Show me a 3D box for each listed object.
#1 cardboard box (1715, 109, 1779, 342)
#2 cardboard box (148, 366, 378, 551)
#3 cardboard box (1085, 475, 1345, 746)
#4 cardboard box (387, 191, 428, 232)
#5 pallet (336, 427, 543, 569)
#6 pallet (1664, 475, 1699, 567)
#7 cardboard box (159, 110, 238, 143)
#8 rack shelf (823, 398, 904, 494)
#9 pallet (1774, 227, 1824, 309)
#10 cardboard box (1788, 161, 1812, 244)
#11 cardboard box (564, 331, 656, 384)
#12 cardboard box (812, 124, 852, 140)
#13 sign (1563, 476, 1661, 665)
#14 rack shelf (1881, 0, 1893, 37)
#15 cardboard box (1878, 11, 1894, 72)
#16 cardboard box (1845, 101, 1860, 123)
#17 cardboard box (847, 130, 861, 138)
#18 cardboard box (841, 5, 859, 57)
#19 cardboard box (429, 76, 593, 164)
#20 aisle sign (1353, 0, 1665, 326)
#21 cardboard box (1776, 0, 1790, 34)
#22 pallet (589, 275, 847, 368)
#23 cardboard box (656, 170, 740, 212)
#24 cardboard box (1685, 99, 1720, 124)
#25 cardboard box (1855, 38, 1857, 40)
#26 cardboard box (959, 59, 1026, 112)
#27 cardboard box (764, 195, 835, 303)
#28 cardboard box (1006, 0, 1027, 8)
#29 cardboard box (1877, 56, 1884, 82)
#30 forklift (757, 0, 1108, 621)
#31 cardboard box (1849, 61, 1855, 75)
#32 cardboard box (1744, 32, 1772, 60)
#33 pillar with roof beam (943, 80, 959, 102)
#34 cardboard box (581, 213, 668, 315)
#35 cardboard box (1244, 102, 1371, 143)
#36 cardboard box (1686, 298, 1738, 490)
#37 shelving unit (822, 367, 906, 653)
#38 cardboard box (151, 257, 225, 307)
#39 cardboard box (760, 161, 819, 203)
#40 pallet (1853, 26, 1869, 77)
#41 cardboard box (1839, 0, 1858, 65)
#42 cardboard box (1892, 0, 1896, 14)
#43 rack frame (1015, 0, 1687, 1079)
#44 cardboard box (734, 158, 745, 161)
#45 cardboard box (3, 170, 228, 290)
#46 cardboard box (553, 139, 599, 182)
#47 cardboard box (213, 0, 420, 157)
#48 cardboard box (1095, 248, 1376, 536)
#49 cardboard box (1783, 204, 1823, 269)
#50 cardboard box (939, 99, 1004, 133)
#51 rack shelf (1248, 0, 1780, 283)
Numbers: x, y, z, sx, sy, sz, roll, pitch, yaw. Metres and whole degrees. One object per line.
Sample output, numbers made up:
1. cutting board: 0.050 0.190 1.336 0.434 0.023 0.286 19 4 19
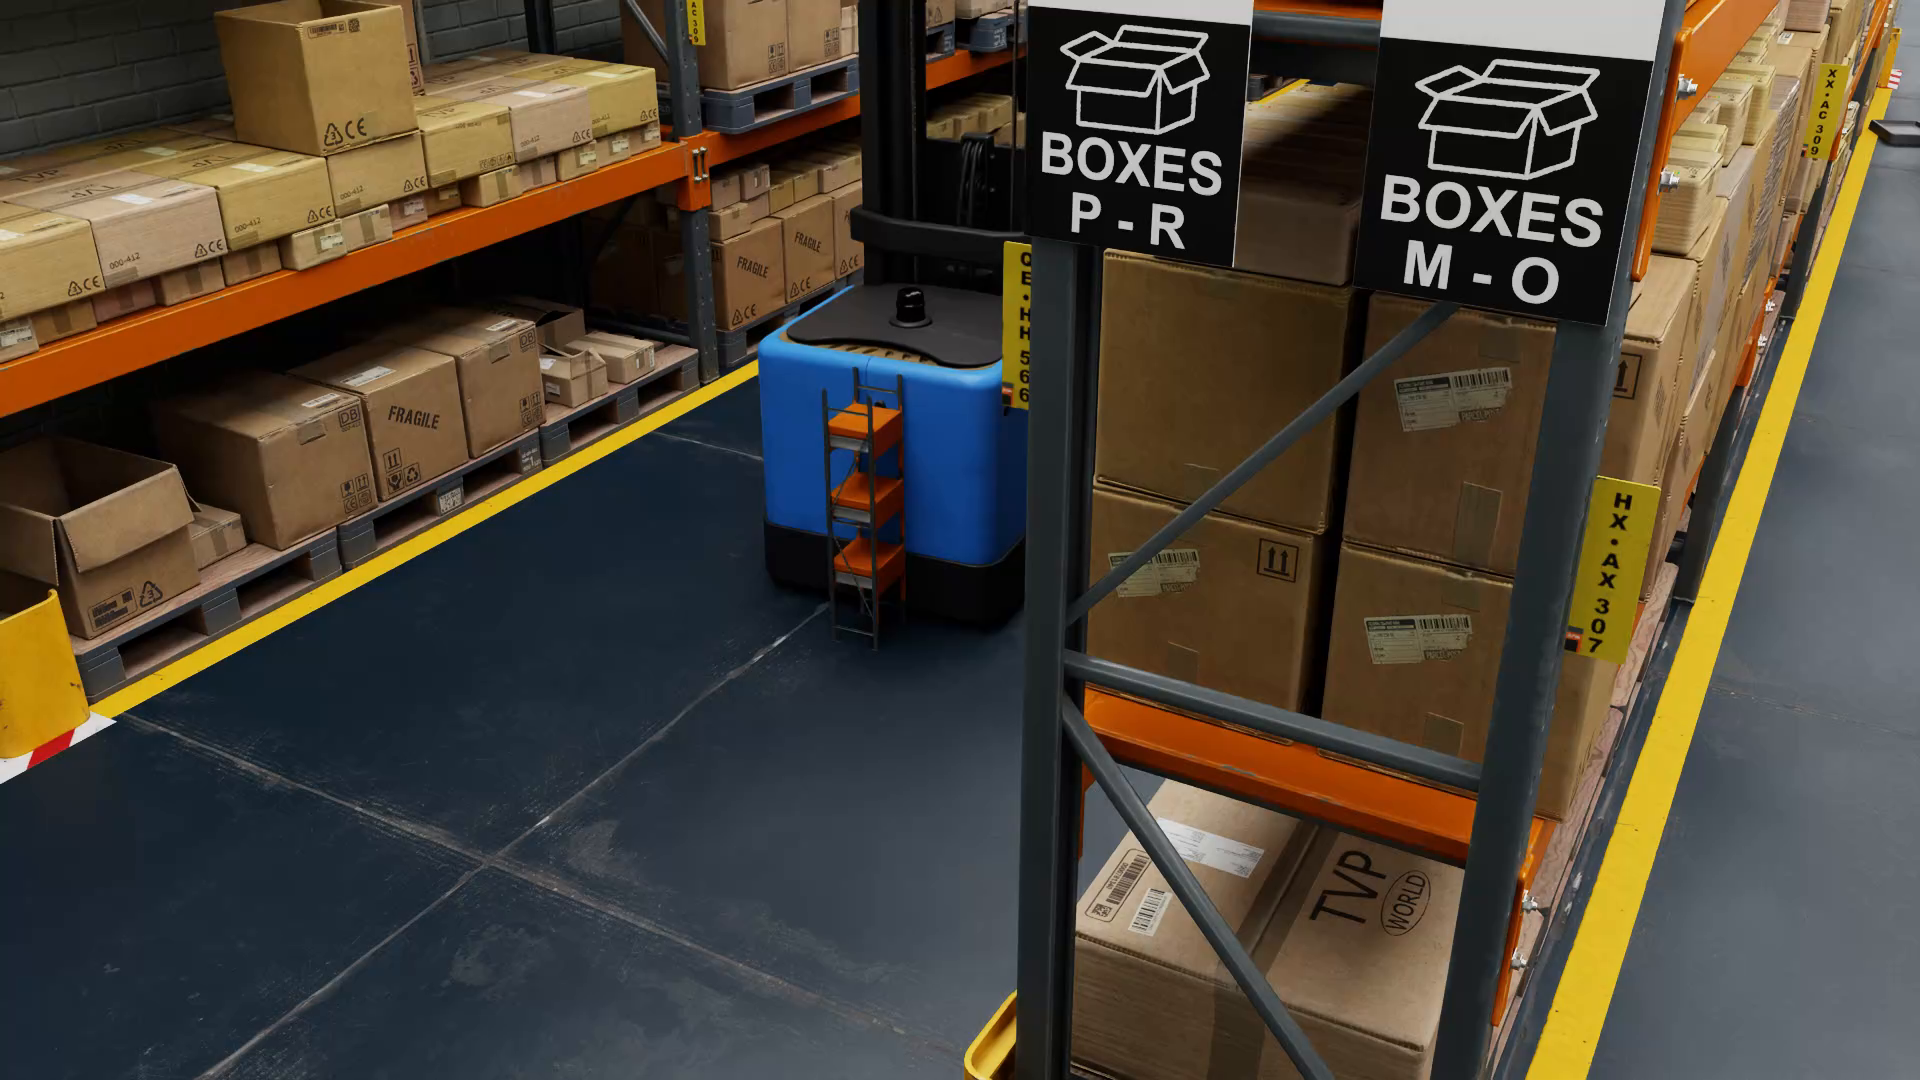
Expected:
1. cardboard box: 1.815 -0.865 4.399 0.500 0.500 0.500 14 30 26
2. cardboard box: -2.894 -0.353 6.928 0.700 0.500 0.500 16 31 28
3. cardboard box: 0.598 0.060 3.668 0.500 0.500 0.500 14 30 26
4. cardboard box: -2.476 -1.410 6.997 0.380 0.149 0.250 14 30 26
5. pallet: -2.702 -0.308 7.630 1.003 0.211 1.213 14 30 26
6. pallet: 2.873 -0.279 7.571 1.003 0.211 1.213 14 30 26
7. cardboard box: -2.977 -1.641 7.013 0.500 0.250 0.500 14 30 26
8. rack shelf: -0.356 -0.351 6.168 0.215 0.259 0.240 11 29 21
9. pallet: 4.913 -1.824 10.659 1.003 0.211 1.213 14 30 26
10. cardboard box: 3.259 -1.457 6.976 0.500 0.250 0.500 13 30 25
11. cardboard box: -1.783 -0.931 8.475 0.380 0.149 0.250 13 29 25
12. cardboard box: -0.914 -2.569 10.629 0.380 0.149 0.250 14 30 26
13. sign: 1.072 0.053 2.738 0.100 0.325 0.005 14 30 26
14. rack shelf: 7.479 -4.784 14.259 1.077 0.370 4.000 14 30 26
15. cardboard box: 7.530 -4.203 14.060 0.500 0.500 0.500 16 31 29
16. cardboard box: 6.239 -3.134 12.626 0.950 0.372 0.625 15 30 27
17. cardboard box: -0.496 -2.460 10.412 0.380 0.149 0.250 13 29 24
18. cardboard box: -0.747 -2.885 9.342 0.396 0.266 0.258 16 31 29
19. cardboard box: -2.036 -1.915 7.560 0.500 0.250 0.500 14 30 26
20. aisle sign: 0.808 -0.720 2.433 0.394 0.787 0.004 14 30 26
21. cardboard box: 2.460 -1.721 5.384 0.380 0.149 0.250 15 30 27
22. pallet: -1.397 -1.378 9.768 1.003 0.211 1.213 14 30 26
23. cardboard box: -1.409 -1.888 8.936 0.380 0.149 0.250 14 30 25
24. cardboard box: 1.499 -0.923 3.790 0.380 0.149 0.250 15 30 27
25. cardboard box: 4.261 -2.478 8.459 0.500 0.250 0.500 13 30 25
26. cardboard box: 0.522 -3.225 12.525 0.875 0.625 0.625 15 30 28
27. cardboard box: -1.077 -1.719 9.655 0.500 0.500 0.500 14 30 25
28. cardboard box: 0.214 -3.594 10.890 0.380 0.149 0.250 15 30 27
29. cardboard box: 8.037 -4.269 15.029 0.500 0.250 0.500 14 30 26
30. forklift: 0.266 -1.630 7.232 1.130 2.935 3.031 11 29 21
31. cardboard box: 4.504 -2.446 8.953 0.500 0.250 0.500 13 29 24
32. cardboard box: 2.001 -1.316 4.574 0.380 0.149 0.250 14 30 25
33. pillar with roof beam: 3.808 -6.300 9.782 9.100 9.000 0.400 14 30 26
34. cardboard box: -1.780 -1.626 9.471 0.500 0.500 0.500 14 30 26
35. cardboard box: 0.751 -0.839 3.621 0.380 0.149 0.250 14 30 26
36. cardboard box: 1.800 -0.414 4.615 0.500 0.500 0.500 15 30 28
37. shelving unit: -0.356 -0.107 6.290 0.215 1.050 0.252 11 29 21
38. cardboard box: -2.970 -1.001 6.179 0.380 0.149 0.250 15 30 28
39. cardboard box: -1.048 -2.078 9.650 0.380 0.149 0.250 14 30 25
40. pallet: 4.785 -2.983 10.072 1.213 0.211 1.003 14 30 26
41. cardboard box: 3.750 -2.410 7.486 0.500 0.500 0.500 14 30 25
42. cardboard box: 7.515 -4.422 13.773 0.380 0.149 0.250 16 31 29
43. rack frame: 0.588 0.350 3.200 0.949 2.616 0.053 14 30 26
44. cardboard box: -1.494 -2.173 9.838 0.380 0.149 0.250 13 29 24
45. cardboard box: -3.026 -1.121 5.974 0.500 0.250 0.500 15 30 27
46. cardboard box: -1.917 -1.795 7.765 0.380 0.149 0.250 15 30 27
47. cardboard box: -2.537 -1.844 6.581 0.500 0.500 0.500 15 30 27
48. cardboard box: 0.621 -0.382 3.433 0.500 0.500 0.500 15 30 28
49. cardboard box: 4.814 -1.998 10.357 0.950 0.372 0.625 12 29 23
50. cardboard box: 0.074 -2.857 11.206 0.380 0.149 0.250 13 29 23
51. rack shelf: 1.575 -1.449 4.245 1.077 0.370 4.000 14 30 26
